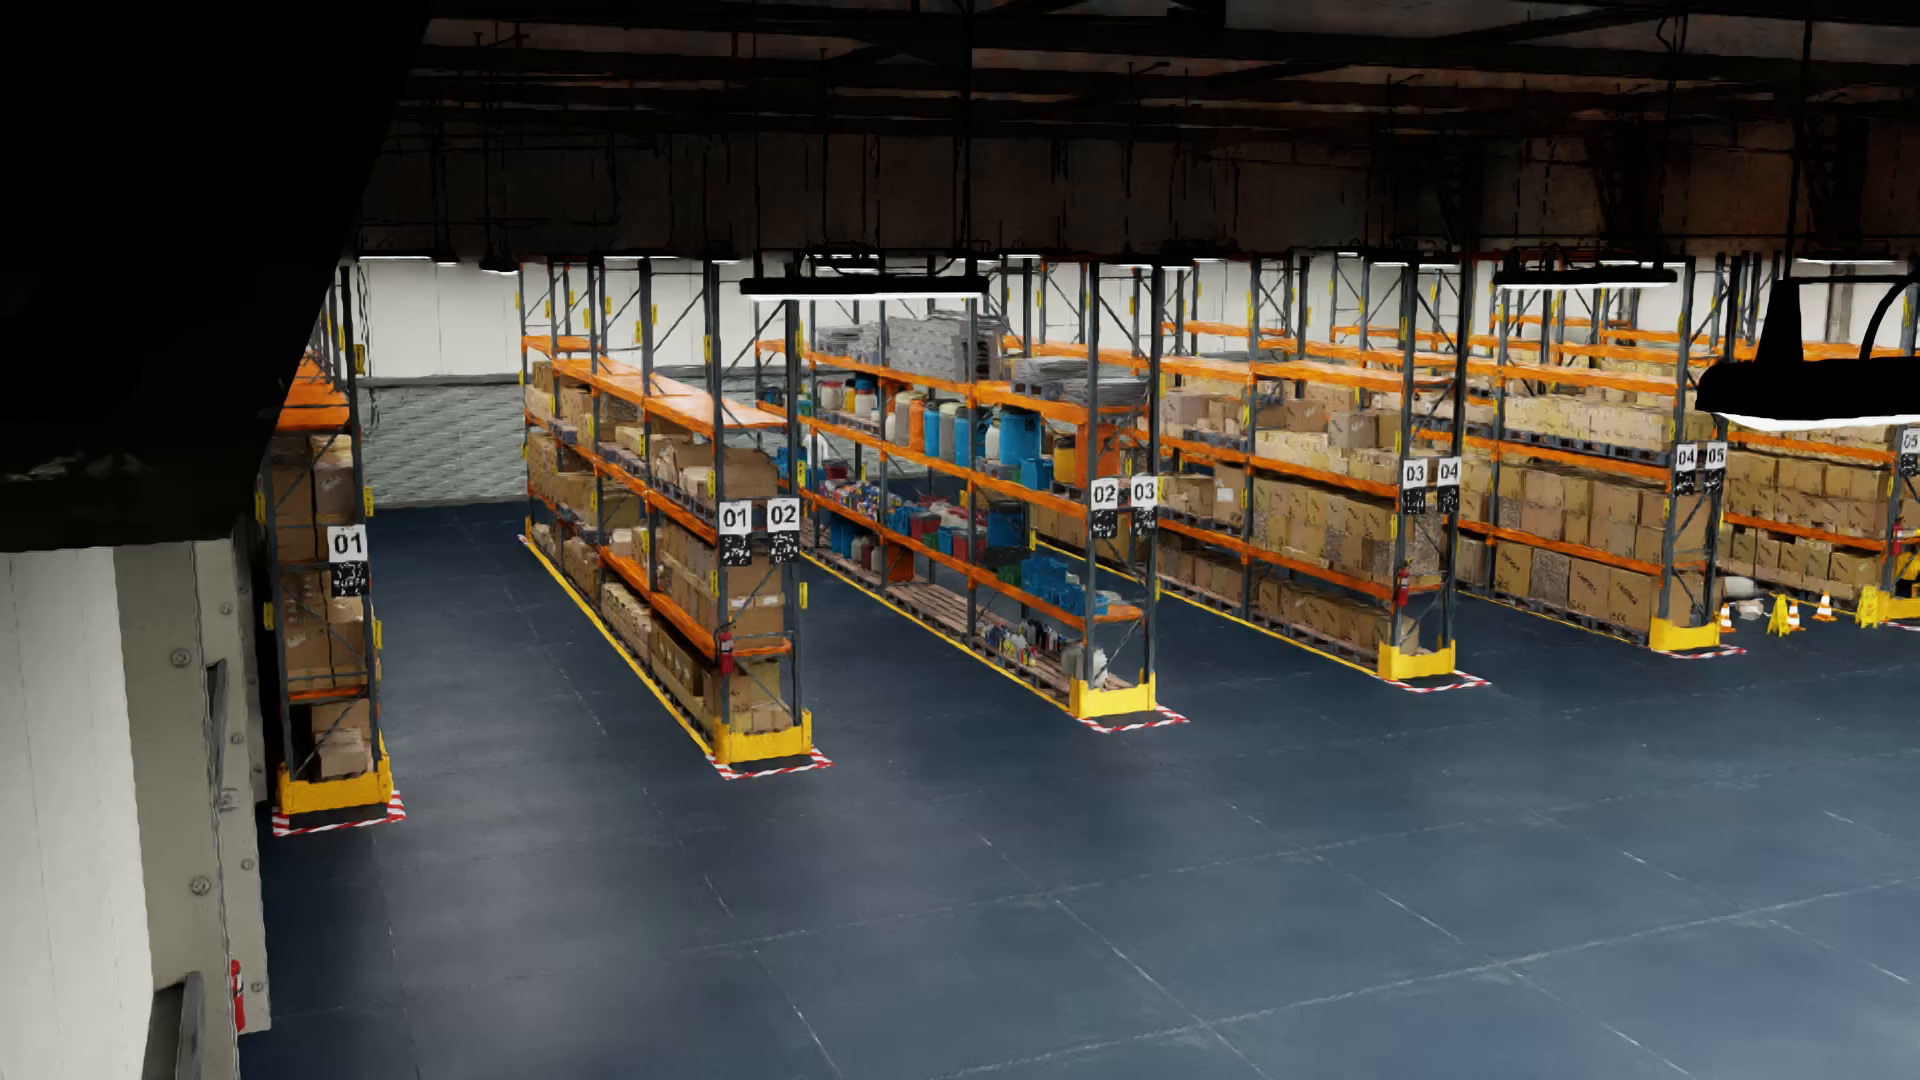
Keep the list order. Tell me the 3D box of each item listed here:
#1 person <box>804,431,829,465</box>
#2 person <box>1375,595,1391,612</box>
[{"bbox_3d":[-3.619,-2.048,41.414,0.600,1.725,0.929,-4,11,-23],"label":"person"},{"bbox_3d":[7.188,0.407,28.025,0.580,1.724,0.460,9,13,39],"label":"person"}]
